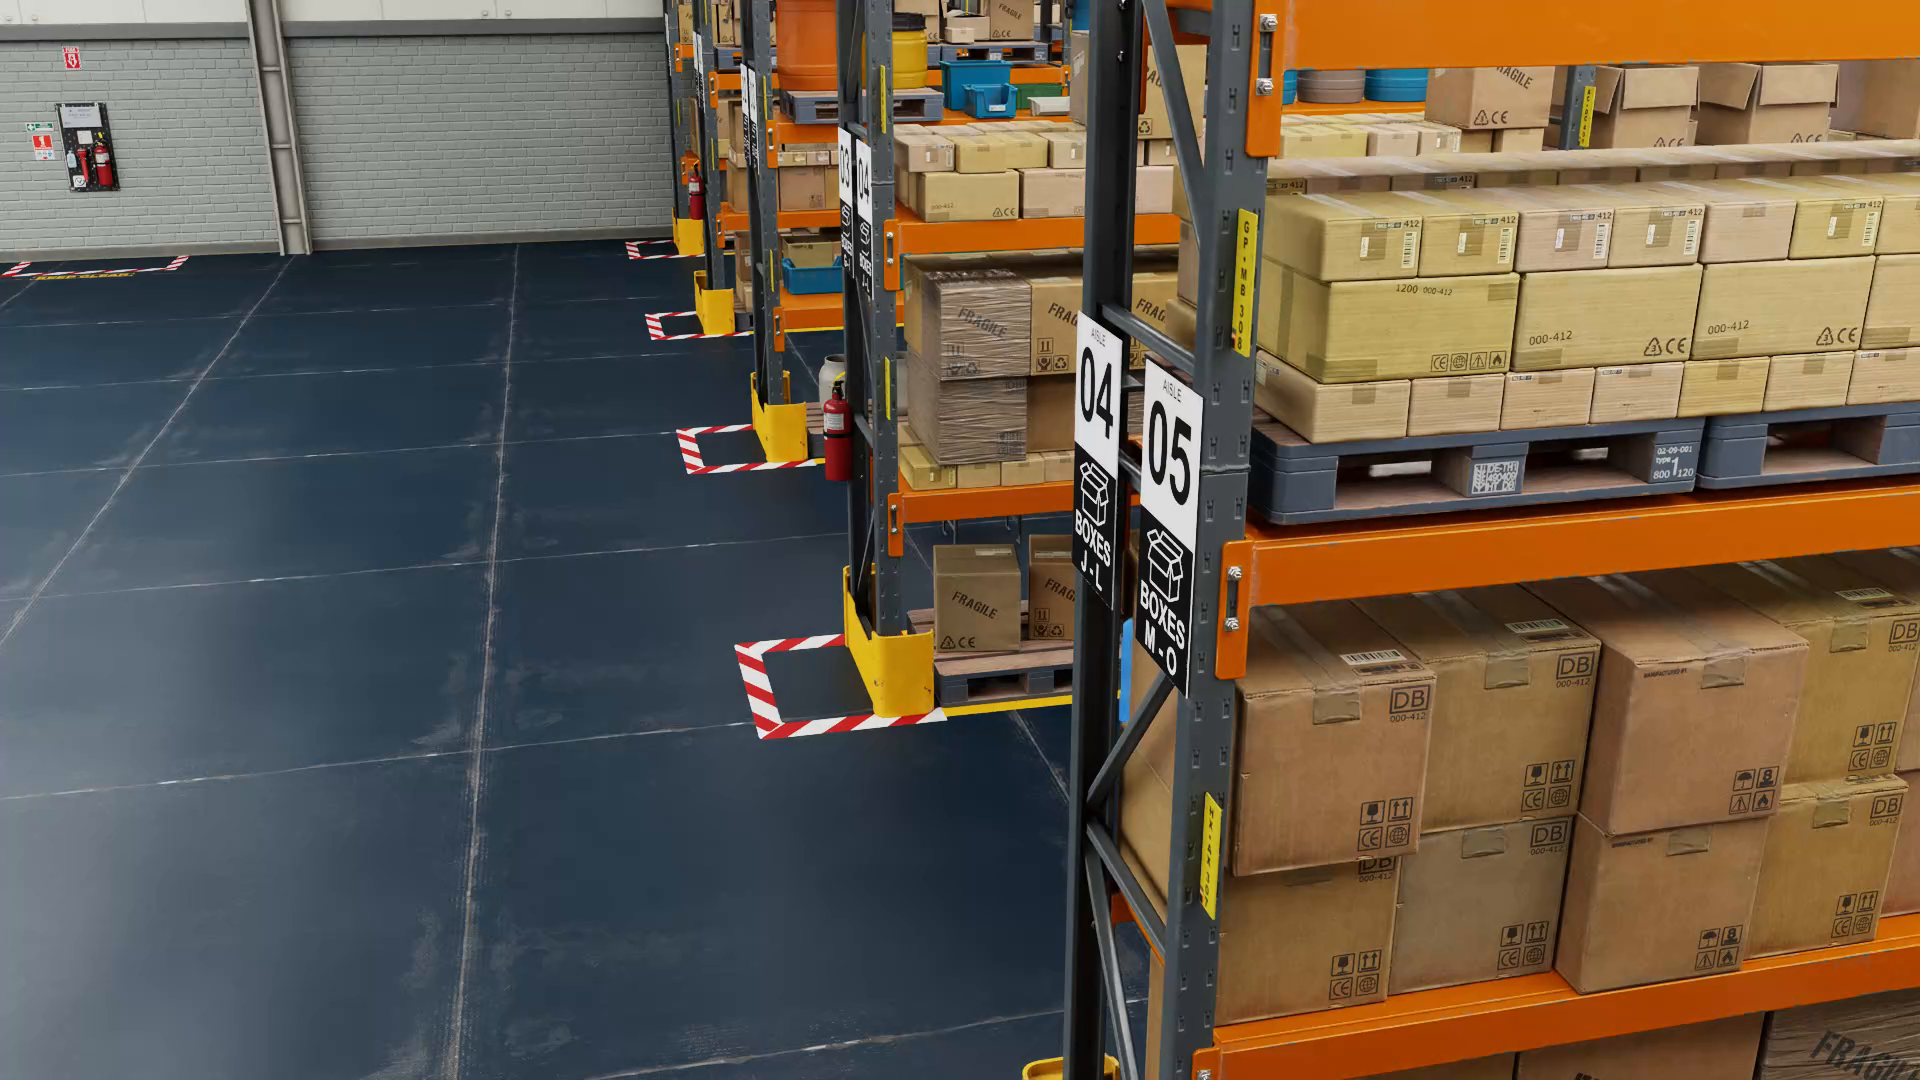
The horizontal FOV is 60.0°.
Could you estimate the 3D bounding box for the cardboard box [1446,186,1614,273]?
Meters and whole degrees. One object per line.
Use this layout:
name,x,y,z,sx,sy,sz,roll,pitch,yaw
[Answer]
cardboard box,1.421,-0.788,4.193,0.250,0.149,0.380,-5,21,-13

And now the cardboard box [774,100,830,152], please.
cardboard box,-1.770,-4.640,18.588,0.500,0.500,0.700,-5,21,-14

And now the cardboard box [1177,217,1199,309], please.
cardboard box,0.942,-0.773,4.732,0.500,0.250,0.500,-4,21,-12

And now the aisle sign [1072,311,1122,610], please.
aisle sign,0.392,-0.234,4.813,0.004,0.787,0.394,-5,21,-12

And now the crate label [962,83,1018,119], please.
crate label,0.245,-3.621,13.694,0.408,0.251,0.502,-5,21,-12

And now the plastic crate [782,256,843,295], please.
plastic crate,-1.235,-2.315,14.489,0.616,0.251,0.499,-5,21,-12

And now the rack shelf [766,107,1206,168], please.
rack shelf,0.293,-3.474,14.122,4.000,0.370,1.077,-5,21,-12

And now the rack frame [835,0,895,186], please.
rack frame,-0.513,-3.404,8.524,0.127,3.000,1.000,-5,21,-12

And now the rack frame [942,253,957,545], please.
rack frame,-0.076,-0.980,11.936,0.015,2.100,0.400,-5,21,-12

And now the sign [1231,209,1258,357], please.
sign,0.652,-0.589,3.813,0.005,0.325,0.100,-5,21,-12

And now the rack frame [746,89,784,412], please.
rack frame,-1.653,-2.245,14.082,0.127,3.000,1.000,-5,21,-12

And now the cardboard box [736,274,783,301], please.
cardboard box,-2.335,-2.951,19.396,0.500,0.250,0.500,-5,21,-12

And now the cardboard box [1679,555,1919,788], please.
cardboard box,2.476,0.329,5.268,0.500,0.550,0.875,-5,21,-12

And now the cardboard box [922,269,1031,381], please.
cardboard box,0.085,-1.195,9.185,0.500,0.500,0.500,-5,21,-12

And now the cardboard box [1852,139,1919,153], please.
cardboard box,2.998,-1.148,5.177,0.250,0.149,0.380,-4,21,-12

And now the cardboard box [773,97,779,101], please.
cardboard box,-2.411,-5.864,23.060,0.500,0.500,0.500,-5,21,-14

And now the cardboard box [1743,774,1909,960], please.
cardboard box,2.491,0.857,5.395,0.500,0.550,0.875,-5,21,-12

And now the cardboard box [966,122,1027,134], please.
cardboard box,0.206,-2.278,9.451,0.250,0.149,0.380,-6,21,-15

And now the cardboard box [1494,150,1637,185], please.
cardboard box,1.767,-1.048,4.903,0.250,0.149,0.380,-5,21,-12

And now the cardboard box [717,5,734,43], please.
cardboard box,-3.019,-6.999,22.525,0.500,0.500,0.500,-3,20,-9

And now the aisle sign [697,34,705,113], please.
aisle sign,-2.783,-5.016,17.868,0.004,0.787,0.394,-5,21,-12

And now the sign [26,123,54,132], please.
sign,-12.259,-5.502,22.151,0.331,0.109,0.001,-5,21,-12

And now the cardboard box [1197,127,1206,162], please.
cardboard box,1.314,-2.183,9.192,0.250,0.149,0.380,-5,21,-13

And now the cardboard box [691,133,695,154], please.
cardboard box,-3.522,-5.602,23.435,0.500,0.250,0.500,-4,21,-12

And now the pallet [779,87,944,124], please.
pallet,-0.825,-3.597,13.688,1.213,0.211,1.003,-5,21,-12

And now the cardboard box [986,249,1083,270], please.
cardboard box,0.450,-1.411,9.774,0.500,0.500,0.500,-5,21,-12

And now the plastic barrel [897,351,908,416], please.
plastic barrel,-0.542,-1.391,14.758,0.421,0.512,0.421,0,20,0

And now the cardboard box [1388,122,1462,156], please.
cardboard box,2.624,-2.267,9.420,0.250,0.149,0.380,-6,21,-15

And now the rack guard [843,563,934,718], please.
rack guard,-0.439,0.581,10.002,0.348,0.500,1.175,-5,21,-12

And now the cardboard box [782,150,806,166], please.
cardboard box,-1.858,-4.255,18.480,0.250,0.149,0.380,-5,21,-12

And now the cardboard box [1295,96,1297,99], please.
cardboard box,4.896,-6.381,24.767,0.500,0.500,0.500,-4,20,-11

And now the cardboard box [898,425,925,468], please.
cardboard box,-0.283,-0.561,9.849,0.250,0.149,0.380,-5,21,-12

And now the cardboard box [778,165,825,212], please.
cardboard box,-1.822,-4.026,18.799,0.500,0.500,0.700,-4,21,-11

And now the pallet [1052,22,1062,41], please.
pallet,1.594,-7.294,23.778,1.003,0.211,1.213,-5,21,-12

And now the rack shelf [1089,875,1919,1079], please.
rack shelf,2.476,1.261,5.558,4.000,0.370,1.077,-5,21,-12

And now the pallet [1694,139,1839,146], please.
pallet,5.013,-2.320,10.200,1.003,0.211,1.213,-5,21,-12

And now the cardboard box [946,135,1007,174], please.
cardboard box,0.082,-2.045,8.813,0.250,0.149,0.380,-4,21,-11

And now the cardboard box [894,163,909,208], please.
cardboard box,-0.103,-2.048,9.402,0.500,0.250,0.500,-4,21,-11

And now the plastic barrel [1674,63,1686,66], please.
plastic barrel,6.685,-4.729,15.268,0.708,0.830,0.600,-5,21,-12

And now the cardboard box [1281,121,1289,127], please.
cardboard box,1.732,-2.390,9.757,0.250,0.149,0.380,-5,21,-14

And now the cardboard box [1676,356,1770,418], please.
cardboard box,1.920,-0.453,4.439,0.250,0.149,0.380,-5,21,-12

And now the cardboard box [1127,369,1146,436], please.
cardboard box,0.984,-0.913,9.868,0.500,0.500,0.875,-5,21,-12

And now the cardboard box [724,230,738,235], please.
cardboard box,-3.239,-4.530,23.589,0.500,0.311,0.500,-7,21,-19

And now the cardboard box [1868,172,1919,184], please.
cardboard box,2.662,-0.888,4.468,0.250,0.149,0.380,-4,21,-12

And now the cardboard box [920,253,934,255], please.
cardboard box,-0.272,-3.292,19.236,0.500,0.500,0.500,-5,21,-12

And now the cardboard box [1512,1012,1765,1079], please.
cardboard box,2.030,1.736,5.694,0.875,0.875,0.875,-5,21,-13

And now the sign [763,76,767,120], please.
sign,-1.531,-3.473,13.061,0.005,0.325,0.100,-5,21,-12

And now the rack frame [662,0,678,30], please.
rack frame,-3.933,-8.378,22.103,0.127,3.000,1.000,-5,21,-12

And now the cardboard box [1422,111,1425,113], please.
cardboard box,2.992,-2.506,10.073,0.250,0.149,0.380,-5,21,-14

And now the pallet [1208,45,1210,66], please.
pallet,3.269,-5.683,19.381,1.213,0.211,1.003,-4,20,-10

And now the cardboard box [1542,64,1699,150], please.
cardboard box,3.860,-2.562,9.825,0.637,0.503,0.797,-6,21,-15

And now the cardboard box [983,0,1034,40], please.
cardboard box,0.553,-5.987,18.976,0.500,0.500,0.500,-3,20,-8

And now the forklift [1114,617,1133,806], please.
forklift,2.353,0.056,7.901,3.031,2.935,1.130,-4,21,-12

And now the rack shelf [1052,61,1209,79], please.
rack shelf,3.050,-5.449,19.513,4.000,0.370,1.077,-5,21,-12

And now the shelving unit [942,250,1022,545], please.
shelving unit,0.161,-0.999,11.989,0.503,2.100,0.431,-5,21,-12
